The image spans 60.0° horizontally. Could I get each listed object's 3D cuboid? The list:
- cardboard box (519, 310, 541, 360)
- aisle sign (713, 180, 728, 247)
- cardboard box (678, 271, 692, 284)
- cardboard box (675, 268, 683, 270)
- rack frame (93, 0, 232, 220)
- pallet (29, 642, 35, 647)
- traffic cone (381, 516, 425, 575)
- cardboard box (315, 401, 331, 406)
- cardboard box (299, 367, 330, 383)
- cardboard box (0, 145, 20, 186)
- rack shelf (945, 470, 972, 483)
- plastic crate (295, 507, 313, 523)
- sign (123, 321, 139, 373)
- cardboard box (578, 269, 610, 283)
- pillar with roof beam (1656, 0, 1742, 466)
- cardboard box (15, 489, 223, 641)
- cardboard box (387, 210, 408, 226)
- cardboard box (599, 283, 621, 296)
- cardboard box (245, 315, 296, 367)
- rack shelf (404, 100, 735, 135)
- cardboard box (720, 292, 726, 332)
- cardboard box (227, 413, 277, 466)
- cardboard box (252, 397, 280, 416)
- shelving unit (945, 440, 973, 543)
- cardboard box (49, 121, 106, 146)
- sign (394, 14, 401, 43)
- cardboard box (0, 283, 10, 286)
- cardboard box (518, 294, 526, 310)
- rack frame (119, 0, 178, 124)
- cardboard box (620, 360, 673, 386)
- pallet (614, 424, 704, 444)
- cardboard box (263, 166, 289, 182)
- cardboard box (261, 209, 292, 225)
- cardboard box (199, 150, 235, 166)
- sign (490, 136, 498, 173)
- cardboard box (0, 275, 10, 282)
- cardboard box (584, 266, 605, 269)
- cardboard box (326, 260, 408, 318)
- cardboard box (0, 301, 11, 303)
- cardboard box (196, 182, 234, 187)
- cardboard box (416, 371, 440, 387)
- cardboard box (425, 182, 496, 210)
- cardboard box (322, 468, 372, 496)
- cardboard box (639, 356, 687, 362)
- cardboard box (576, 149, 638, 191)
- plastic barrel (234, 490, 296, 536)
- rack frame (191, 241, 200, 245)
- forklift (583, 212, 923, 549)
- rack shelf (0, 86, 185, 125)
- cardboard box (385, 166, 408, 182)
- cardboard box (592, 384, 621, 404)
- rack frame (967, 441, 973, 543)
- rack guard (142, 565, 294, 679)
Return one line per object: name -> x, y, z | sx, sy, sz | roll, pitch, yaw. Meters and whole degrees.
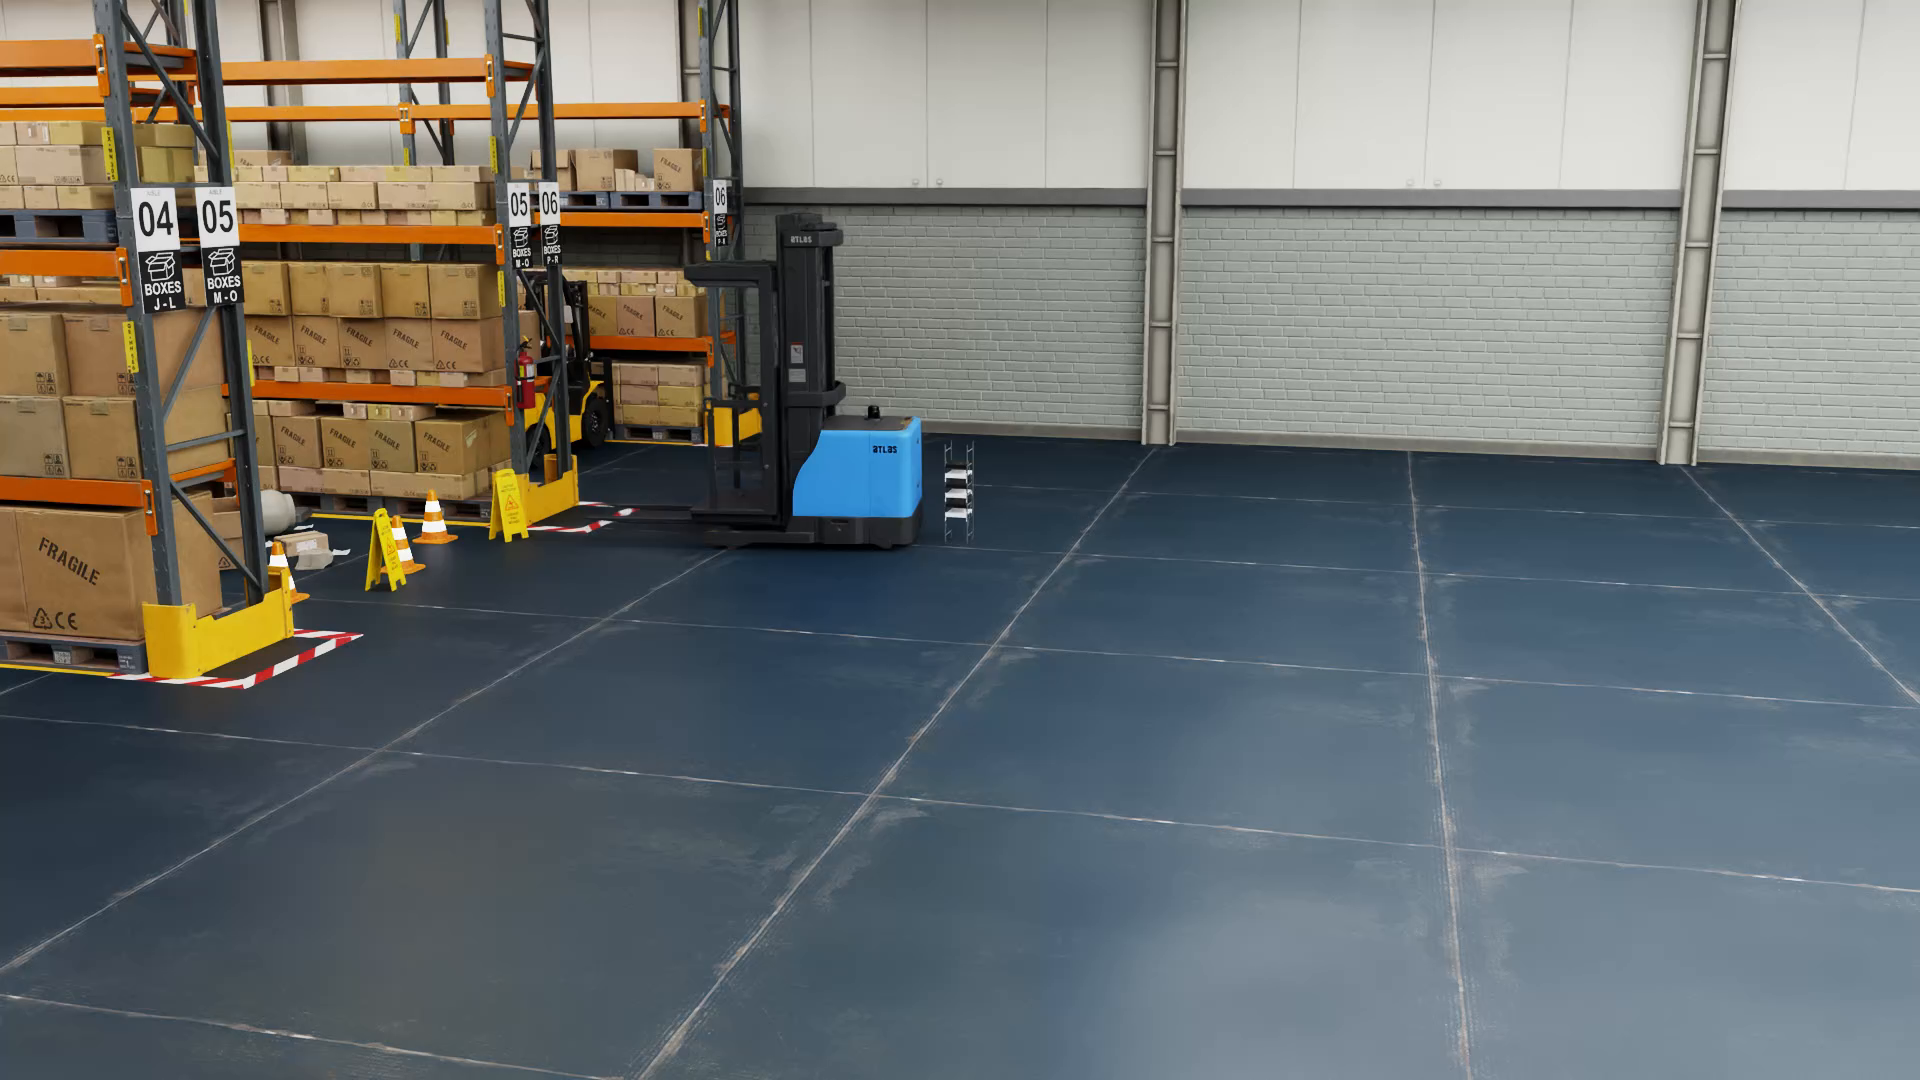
cardboard box -> -4.473, -1.991, 16.363 | 0.500, 0.500, 0.500 | 3, 13, 13
aisle sign -> -2.901, -3.962, 20.163 | 0.004, 0.787, 0.394 | 3, 13, 14
cardboard box -> -3.293, -3.243, 20.509 | 0.250, 0.149, 0.380 | 3, 13, 14
cardboard box -> -3.412, -3.358, 21.028 | 0.250, 0.149, 0.380 | 4, 13, 15
rack frame -> -5.168, -3.596, 10.668 | 0.127, 3.000, 1.000 | 3, 13, 14
pallet -> -7.144, 0.605, 12.020 | 1.213, 0.211, 1.003 | 3, 13, 14
traffic cone -> -4.742, 0.025, 14.054 | 0.334, 0.463, 0.336 | 3, 13, 14
cardboard box -> -6.831, -1.150, 17.138 | 0.500, 0.500, 0.500 | 3, 13, 15
cardboard box -> -6.244, -1.639, 16.277 | 0.250, 0.149, 0.380 | 3, 13, 13
cardboard box -> -6.196, -2.451, 10.888 | 0.500, 0.250, 0.500 | 3, 13, 14
rack shelf -> -0.008, -0.583, 15.106 | 0.200, 0.077, 0.258 | 3, 13, 14
plastic crate -> -6.636, -0.242, 16.140 | 0.583, 0.080, 0.402 | -1, 13, -6
sign -> -5.311, -1.235, 10.655 | 0.005, 0.325, 0.100 | 3, 13, 14
cardboard box -> -4.556, -3.288, 20.713 | 0.250, 0.149, 0.380 | 3, 13, 15
pillar with roof beam -> 7.265, -4.384, 14.218 | 0.400, 9.000, 9.100 | 3, 13, 14
cardboard box -> -5.842, 0.143, 11.598 | 0.875, 0.875, 0.875 | 3, 13, 14
cardboard box -> -5.223, -3.069, 15.797 | 0.250, 0.149, 0.380 | 3, 13, 14
cardboard box -> -4.299, -3.135, 20.710 | 0.250, 0.149, 0.380 | 3, 13, 12
cardboard box -> -6.626, -1.984, 16.333 | 0.500, 0.500, 0.500 | 3, 13, 13
rack shelf -> -4.836, -5.244, 20.678 | 4.000, 0.370, 1.077 | 3, 13, 14
cardboard box -> -3.309, -2.891, 21.107 | 0.500, 0.500, 0.500 | 3, 13, 15
cardboard box -> -6.933, -1.037, 16.632 | 0.500, 0.500, 0.500 | 4, 13, 16
cardboard box -> -6.849, -1.334, 16.471 | 0.250, 0.149, 0.380 | 4, 13, 16
shelving unit -> -0.008, -0.440, 15.138 | 0.210, 0.900, 0.258 | 3, 13, 14
cardboard box -> -5.576, -2.599, 10.634 | 0.250, 0.149, 0.380 | 3, 13, 14
sign -> -6.896, -6.274, 20.397 | 0.005, 0.325, 0.100 | 3, 13, 14
cardboard box -> -9.957, -2.377, 17.133 | 0.500, 0.500, 0.500 | 3, 13, 11
cardboard box -> -5.408, -2.887, 21.088 | 0.500, 0.500, 0.500 | 3, 13, 13
rack frame -> -10.661, -6.102, 21.960 | 0.127, 3.000, 1.000 | 3, 13, 14
cardboard box -> -3.913, -2.092, 20.808 | 0.500, 0.250, 0.500 | 3, 13, 15
pallet -> -3.647, -1.427, 21.180 | 1.213, 0.211, 1.003 | 3, 13, 14
cardboard box -> -6.458, -3.511, 15.949 | 0.250, 0.149, 0.380 | 3, 13, 13
cardboard box -> -6.489, -3.110, 15.981 | 0.250, 0.149, 0.380 | 3, 13, 12
cardboard box -> -9.503, -4.846, 21.794 | 0.500, 0.500, 0.700 | 3, 13, 12
sign -> -4.233, -3.495, 15.091 | 0.005, 0.325, 0.100 | 3, 13, 14
cardboard box -> -10.191, -2.819, 17.630 | 0.250, 0.149, 0.380 | 2, 13, 11
cardboard box -> -4.664, -3.417, 21.295 | 0.250, 0.149, 0.380 | 3, 13, 14
cardboard box -> -5.638, -2.409, 15.941 | 0.500, 0.500, 0.700 | 3, 13, 13
cardboard box -> -7.132, -1.362, 11.609 | 0.500, 0.550, 0.875 | 3, 13, 14
cardboard box -> -7.099, -3.353, 16.153 | 0.500, 0.250, 0.500 | 3, 13, 13
cardboard box -> -5.011, -1.573, 15.979 | 0.250, 0.149, 0.380 | 3, 13, 13
cardboard box -> -4.641, -3.220, 15.556 | 0.500, 0.250, 0.500 | 3, 13, 13
cardboard box -> -5.940, -0.616, 16.465 | 0.500, 0.250, 0.500 | 3, 13, 12
cardboard box -> -3.802, -2.198, 21.288 | 0.500, 0.250, 0.500 | 3, 13, 14
cardboard box -> -4.353, -4.571, 20.553 | 0.500, 0.500, 0.700 | 3, 13, 14
plastic barrel -> -6.448, -0.245, 15.360 | 0.512, 0.421, 0.421 | -9, 15, -35
rack frame -> -7.964, -1.921, 16.968 | 0.127, 3.000, 1.000 | 3, 13, 14
forklift -> -1.892, -1.461, 15.052 | 3.031, 2.935, 1.130 | 1, 13, 5
rack shelf -> -9.905, -4.407, 16.908 | 4.000, 0.370, 1.077 | 3, 13, 14
cardboard box -> -5.206, -3.455, 15.695 | 0.250, 0.149, 0.380 | 3, 13, 14
cardboard box -> -4.433, -1.875, 20.982 | 0.500, 0.250, 0.500 | 3, 13, 12
rack frame -> 0.091, -0.434, 15.114 | 0.006, 0.900, 0.240 | 3, 13, 14
rack guard -> -5.145, 0.554, 11.583 | 0.348, 0.500, 1.175 | 3, 13, 14
